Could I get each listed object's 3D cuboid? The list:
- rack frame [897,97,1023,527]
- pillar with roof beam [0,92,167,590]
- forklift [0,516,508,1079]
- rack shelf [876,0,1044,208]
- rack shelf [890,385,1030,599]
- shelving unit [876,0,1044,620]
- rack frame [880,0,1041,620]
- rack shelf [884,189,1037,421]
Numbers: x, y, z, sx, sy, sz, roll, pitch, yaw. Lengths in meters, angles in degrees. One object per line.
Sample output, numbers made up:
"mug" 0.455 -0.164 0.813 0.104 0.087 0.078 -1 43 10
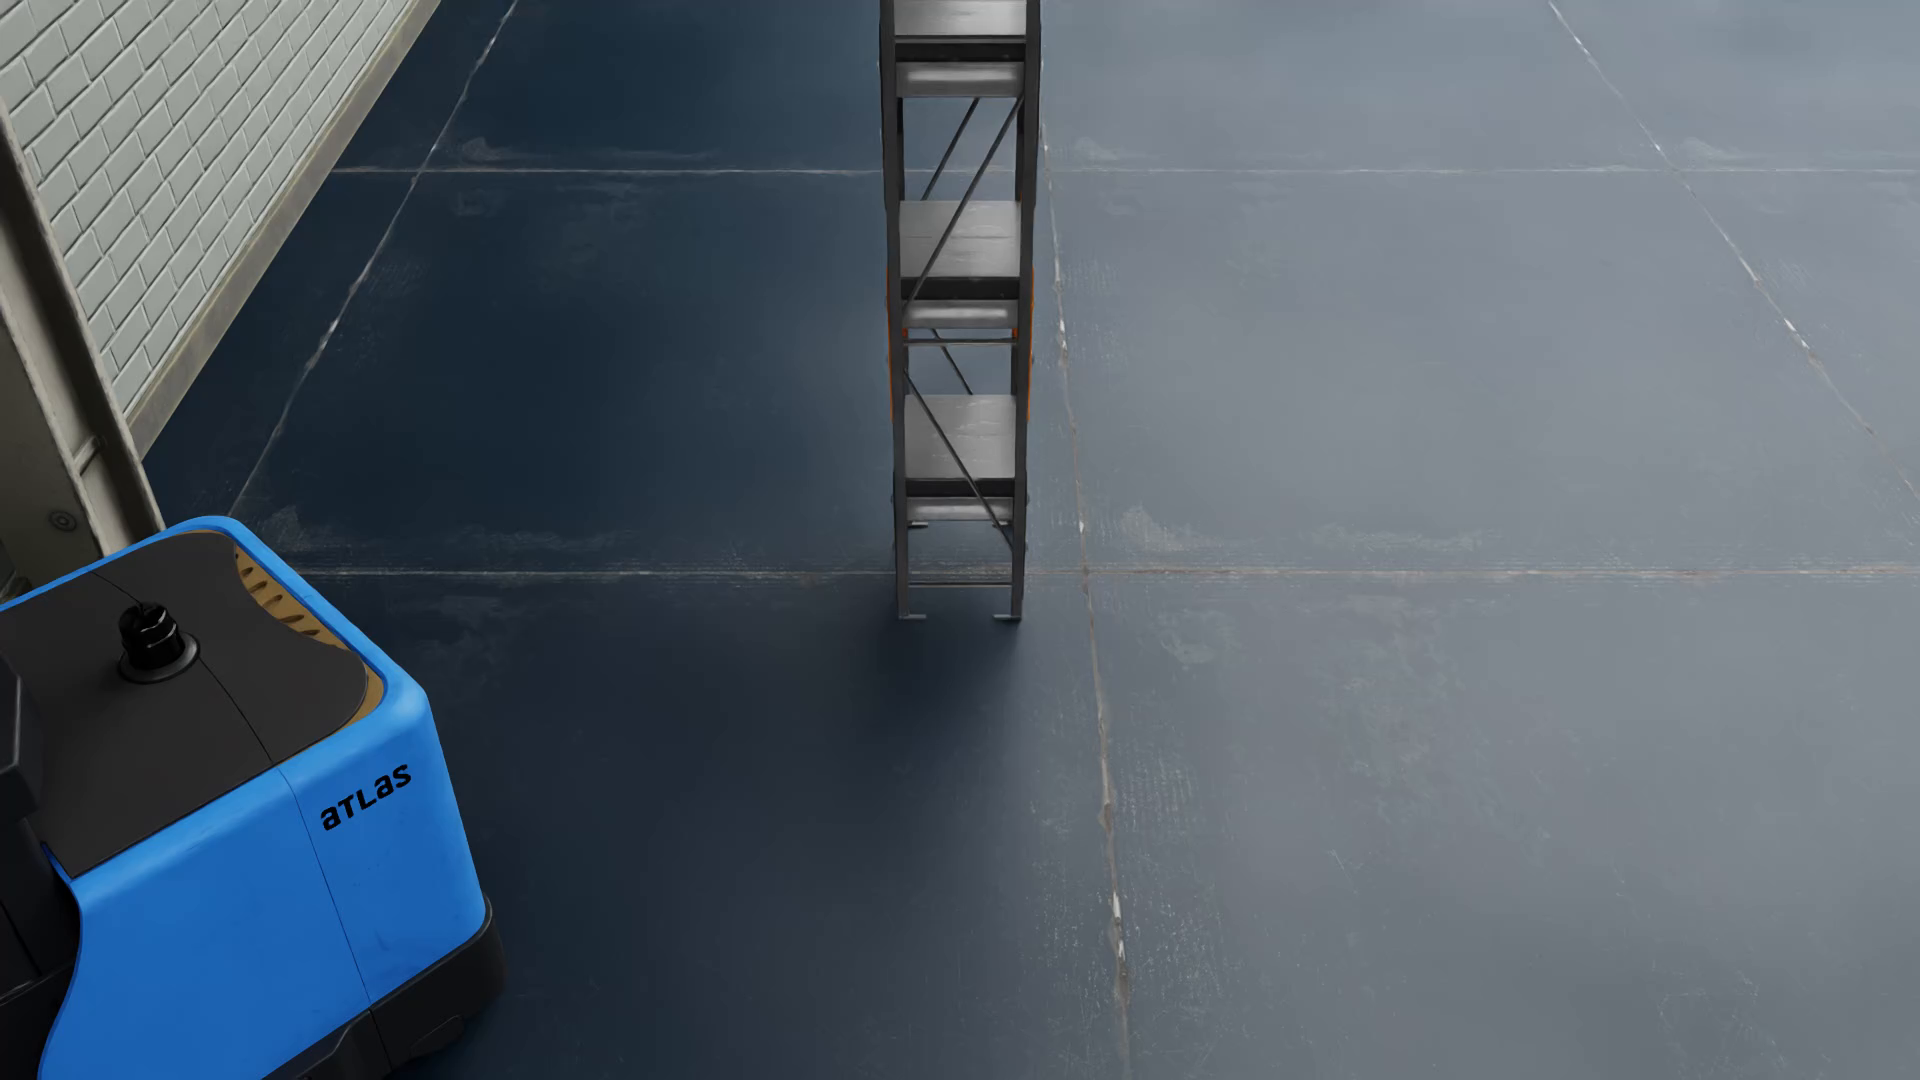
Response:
"rack frame" 0.000 -0.868 5.155 0.400 2.100 0.015 0 39 0
"pillar with roof beam" 1.415 -3.402 2.800 9.100 9.000 0.400 0 39 0
"forklift" -2.545 0.476 2.813 1.130 2.935 3.031 32 48 33
"rack shelf" 0.000 -1.251 4.535 0.431 0.518 0.480 0 39 0
"rack shelf" 0.000 -0.159 5.410 0.431 0.518 0.480 0 39 0
"shelving unit" 0.000 -0.716 4.964 0.431 2.100 0.503 0 39 0
"rack frame" 0.000 -0.563 4.774 0.400 2.100 0.015 0 39 0
"rack shelf" 0.000 -0.705 4.973 0.431 0.518 0.480 0 39 0
